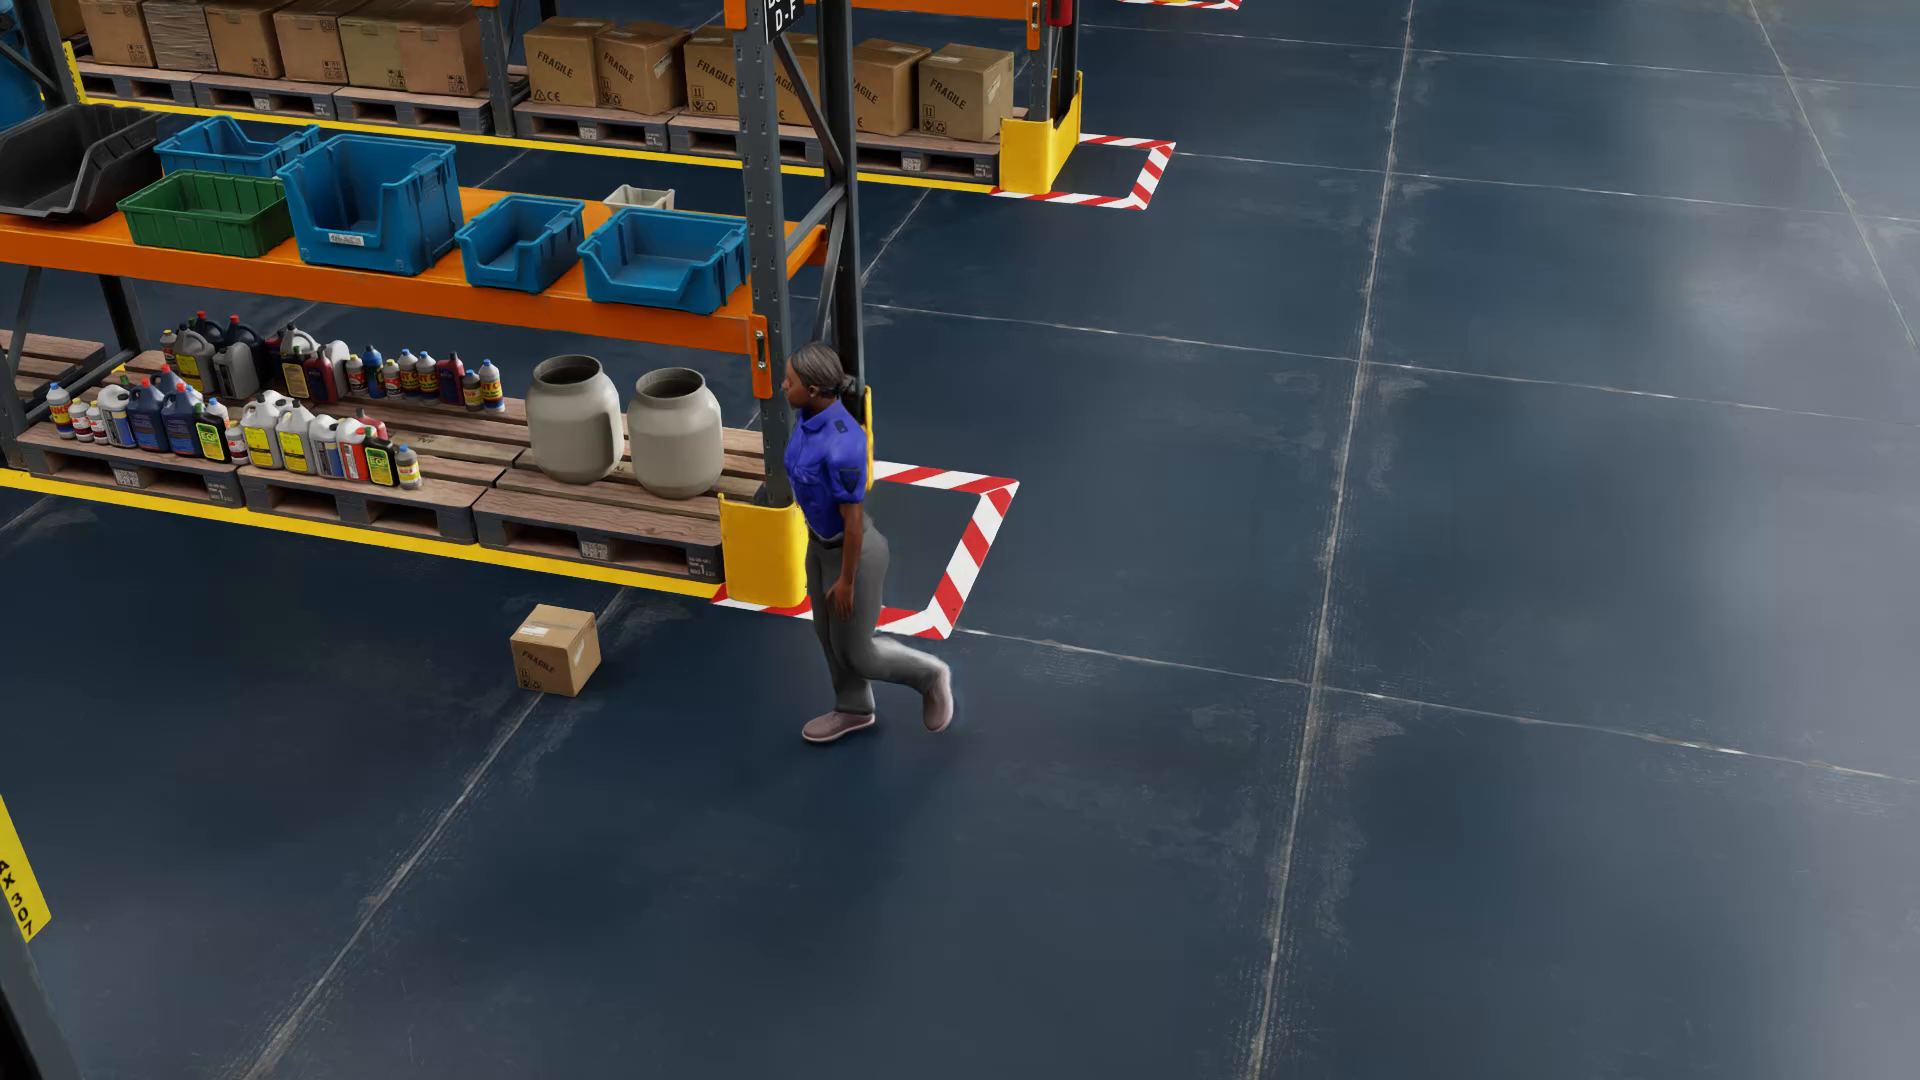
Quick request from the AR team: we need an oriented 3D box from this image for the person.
[{"bbox_3d":[-0.332,0.028,6.076,0.588,1.652,0.493,-13,35,-19],"label":"person"}]
